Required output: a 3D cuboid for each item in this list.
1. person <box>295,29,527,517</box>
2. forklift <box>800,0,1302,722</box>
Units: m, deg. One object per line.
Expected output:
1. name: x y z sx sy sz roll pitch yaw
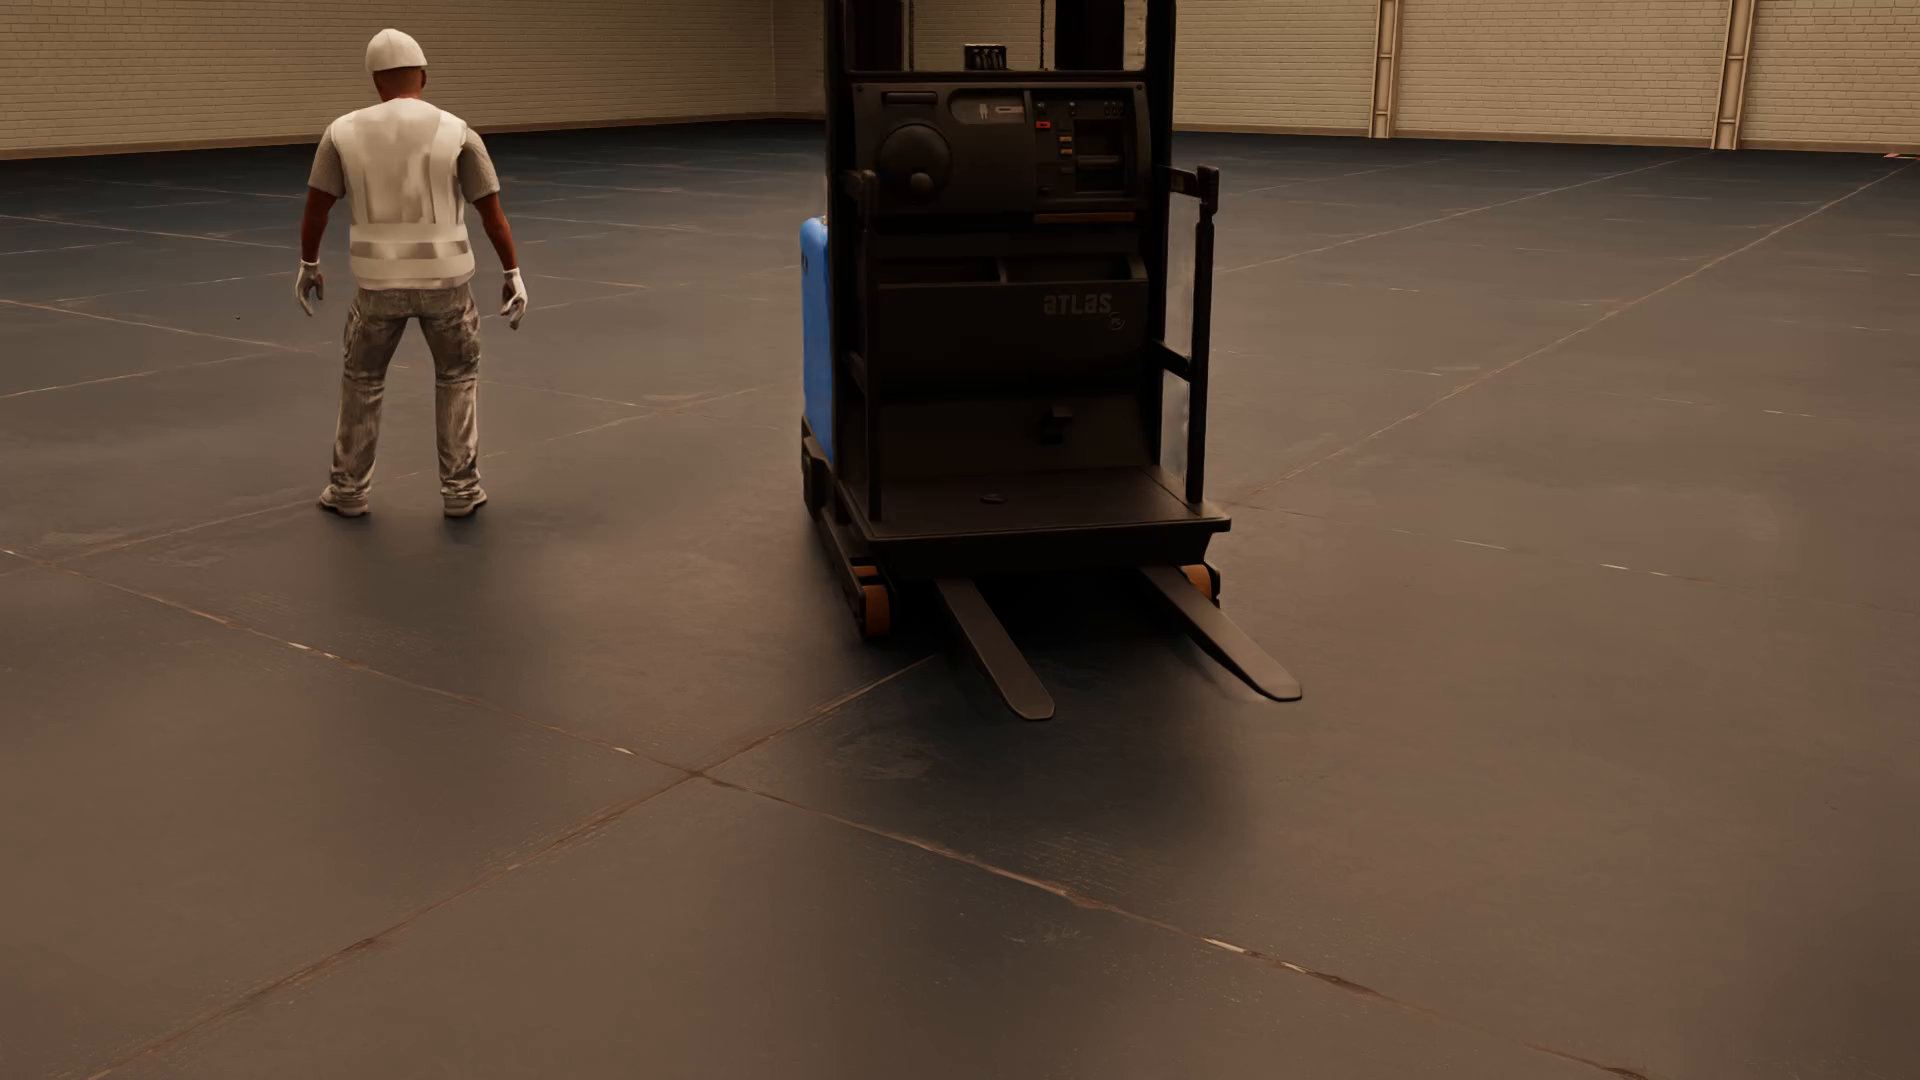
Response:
1. person: -2.027 -0.968 6.129 0.840 1.752 0.424 -3 17 -10
2. forklift: 0.178 -1.224 4.926 1.130 2.935 3.031 -3 17 -11
